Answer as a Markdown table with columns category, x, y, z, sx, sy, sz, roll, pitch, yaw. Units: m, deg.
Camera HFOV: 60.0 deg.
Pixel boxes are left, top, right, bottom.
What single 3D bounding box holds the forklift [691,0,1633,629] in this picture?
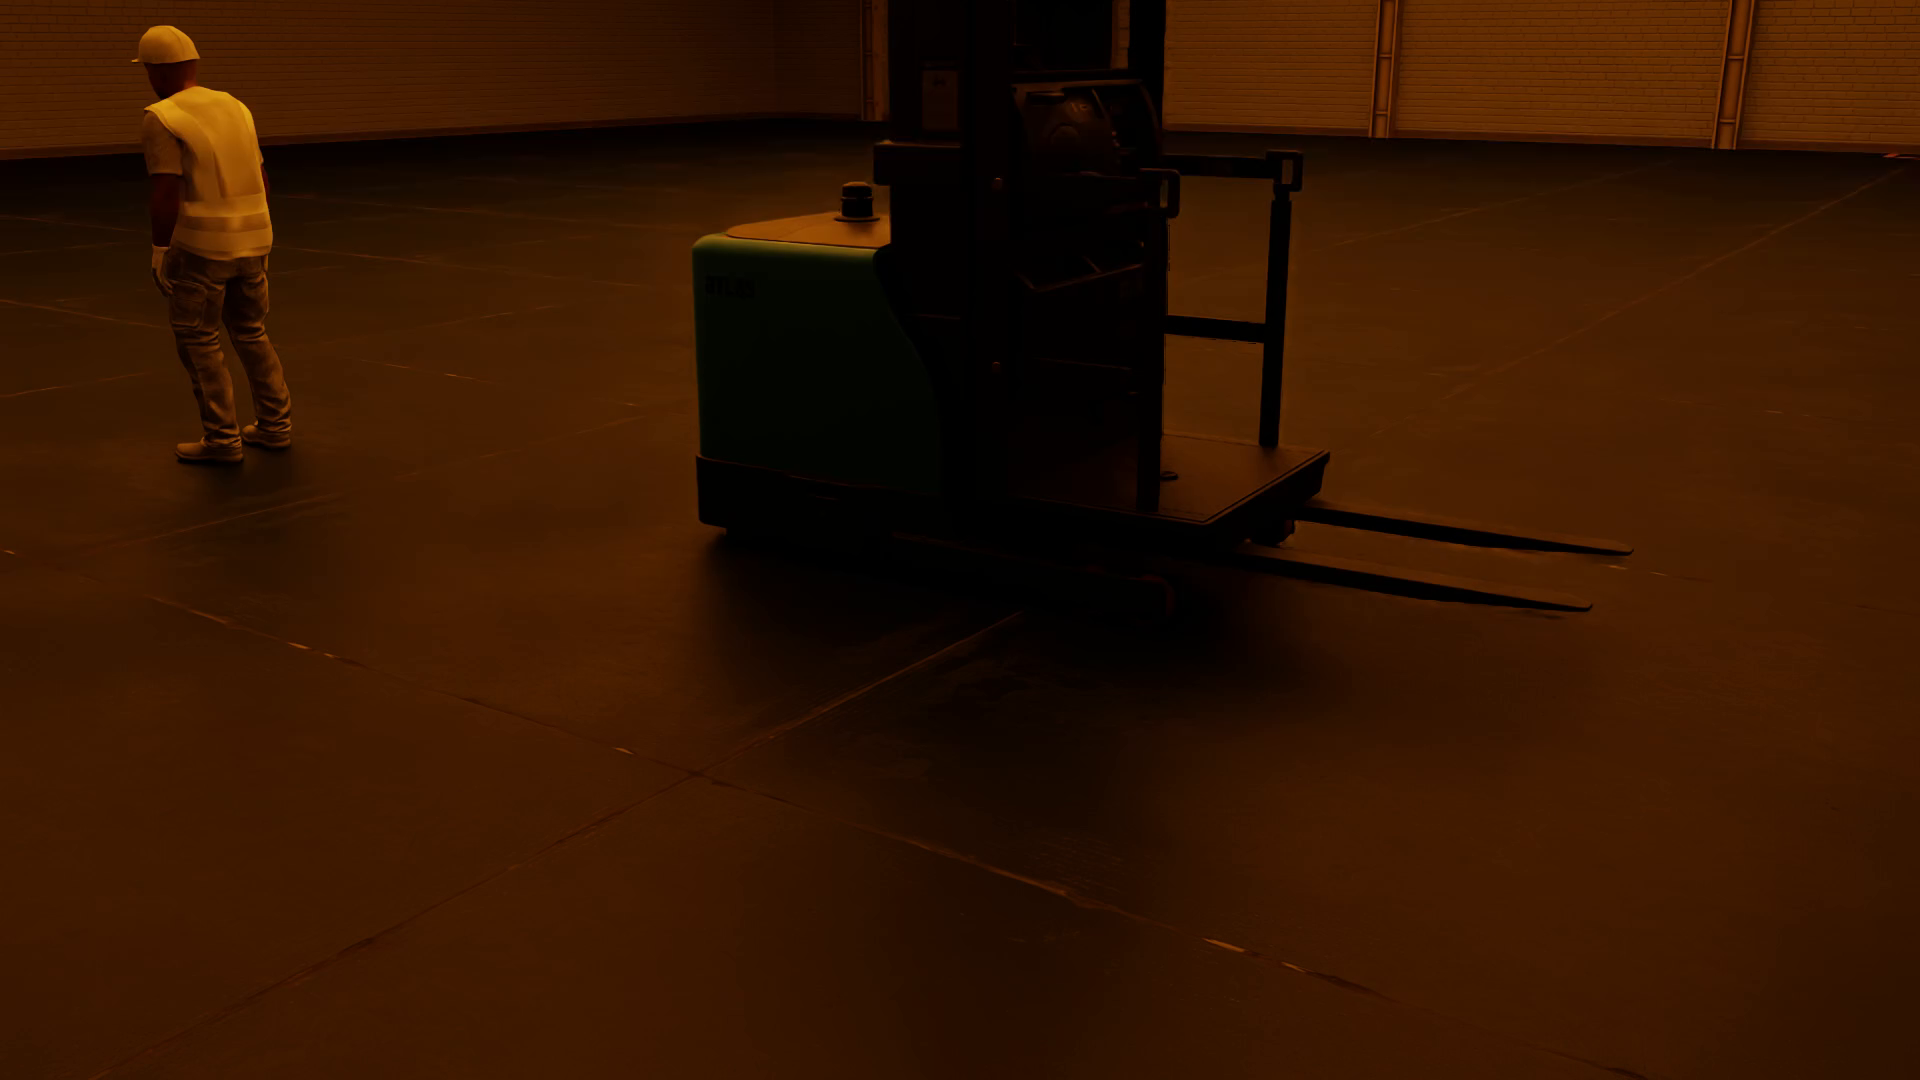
| category | x | y | z | sx | sy | sz | roll | pitch | yaw |
| --- | --- | --- | --- | --- | --- | --- | --- | --- | --- |
| forklift | 0.591 | -1.307 | 5.204 | 3.031 | 2.935 | 1.130 | 10 | 19 | 30 |

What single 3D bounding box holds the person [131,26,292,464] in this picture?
| category | x | y | z | sx | sy | sz | roll | pitch | yaw |
| --- | --- | --- | --- | --- | --- | --- | --- | --- | --- |
| person | -3.124 | -1.218 | 6.934 | 0.453 | 1.772 | 0.616 | 7 | 18 | 21 |
